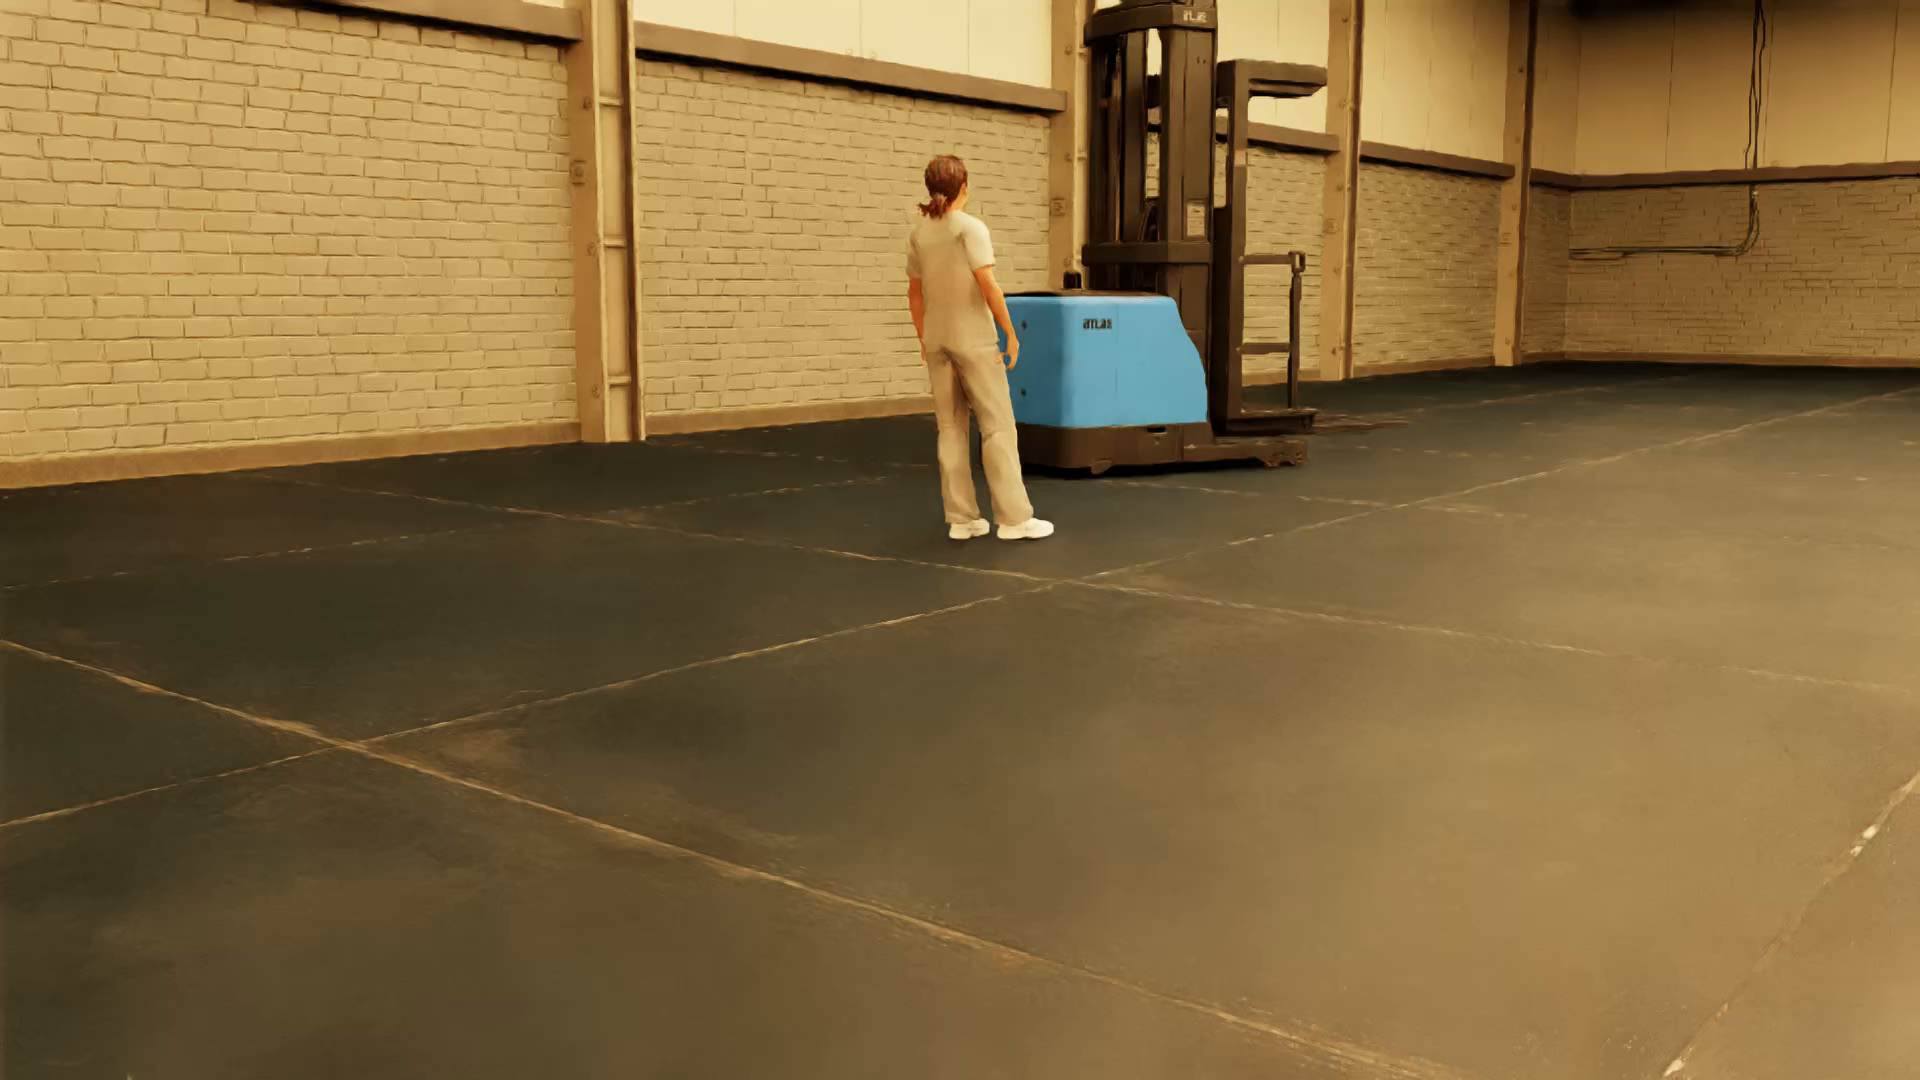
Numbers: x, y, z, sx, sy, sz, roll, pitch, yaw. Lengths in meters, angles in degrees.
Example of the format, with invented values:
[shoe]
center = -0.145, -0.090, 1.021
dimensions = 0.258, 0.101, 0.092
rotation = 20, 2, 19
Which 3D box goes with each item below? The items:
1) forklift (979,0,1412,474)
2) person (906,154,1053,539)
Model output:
[forklift]
center = 1.648, -1.975, 10.781
dimensions = 3.031, 2.935, 1.130
rotation = -5, 10, -31
[person]
center = 0.057, -0.843, 7.331
dimensions = 0.550, 1.674, 0.548
rotation = 7, 11, 38
